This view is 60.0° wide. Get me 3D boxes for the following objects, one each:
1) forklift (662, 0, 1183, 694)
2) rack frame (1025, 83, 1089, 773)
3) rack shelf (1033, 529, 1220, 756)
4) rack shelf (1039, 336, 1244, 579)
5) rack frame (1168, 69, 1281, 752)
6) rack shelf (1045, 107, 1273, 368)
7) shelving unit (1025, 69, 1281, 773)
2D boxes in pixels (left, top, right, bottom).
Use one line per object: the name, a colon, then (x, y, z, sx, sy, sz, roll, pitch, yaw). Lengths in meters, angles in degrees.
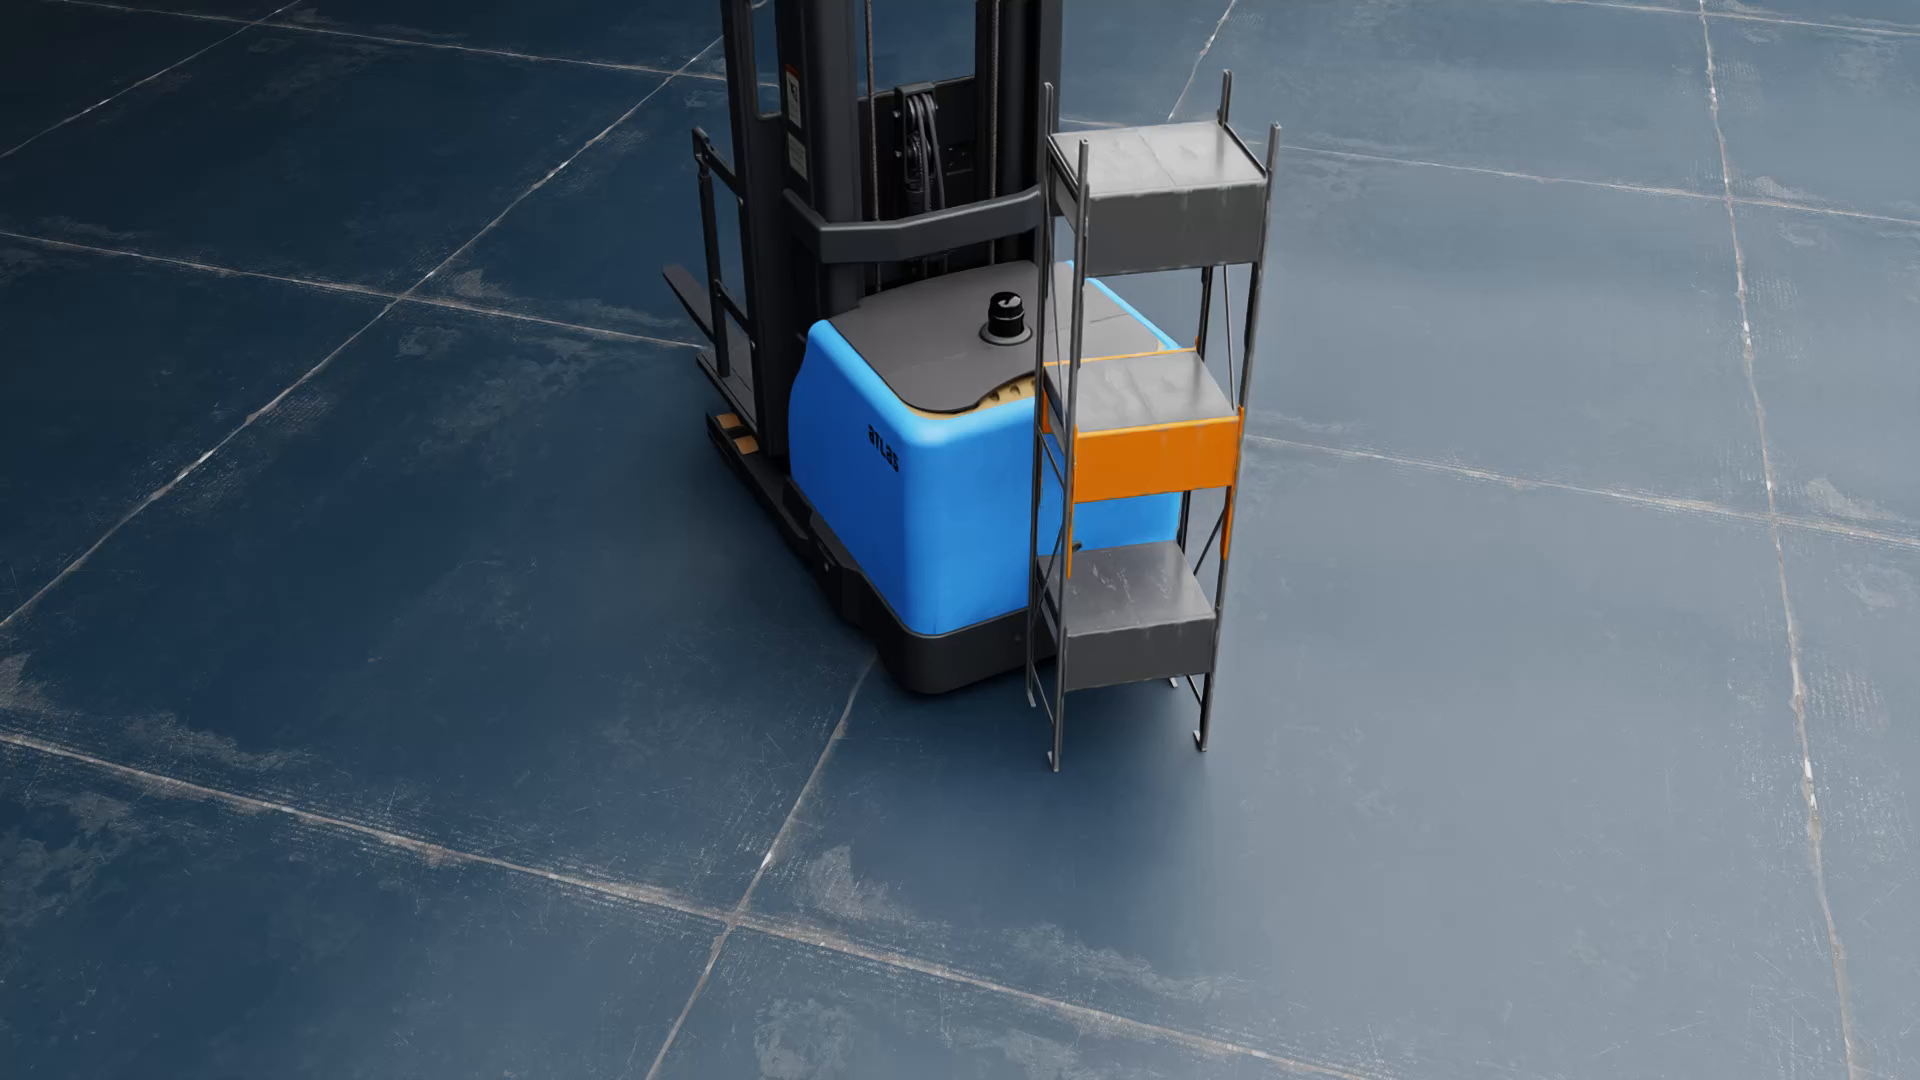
forklift: (-0.365, -1.536, 5.864, 1.130, 2.935, 3.031, -17, 40, -22)
rack frame: (0.265, -0.226, 4.786, 0.015, 2.100, 0.400, -7, 37, -9)
rack shelf: (0.504, 0.320, 5.247, 0.480, 0.518, 0.431, -7, 37, -9)
rack shelf: (0.504, -0.243, 4.832, 0.480, 0.518, 0.431, -7, 37, -9)
rack frame: (0.743, -0.282, 4.862, 0.015, 2.100, 0.400, -7, 37, -9)
rack shelf: (0.504, -0.807, 4.417, 0.480, 0.518, 0.431, -7, 37, -9)
shelving unit: (0.504, -0.254, 4.824, 0.503, 2.100, 0.431, -7, 37, -9)
